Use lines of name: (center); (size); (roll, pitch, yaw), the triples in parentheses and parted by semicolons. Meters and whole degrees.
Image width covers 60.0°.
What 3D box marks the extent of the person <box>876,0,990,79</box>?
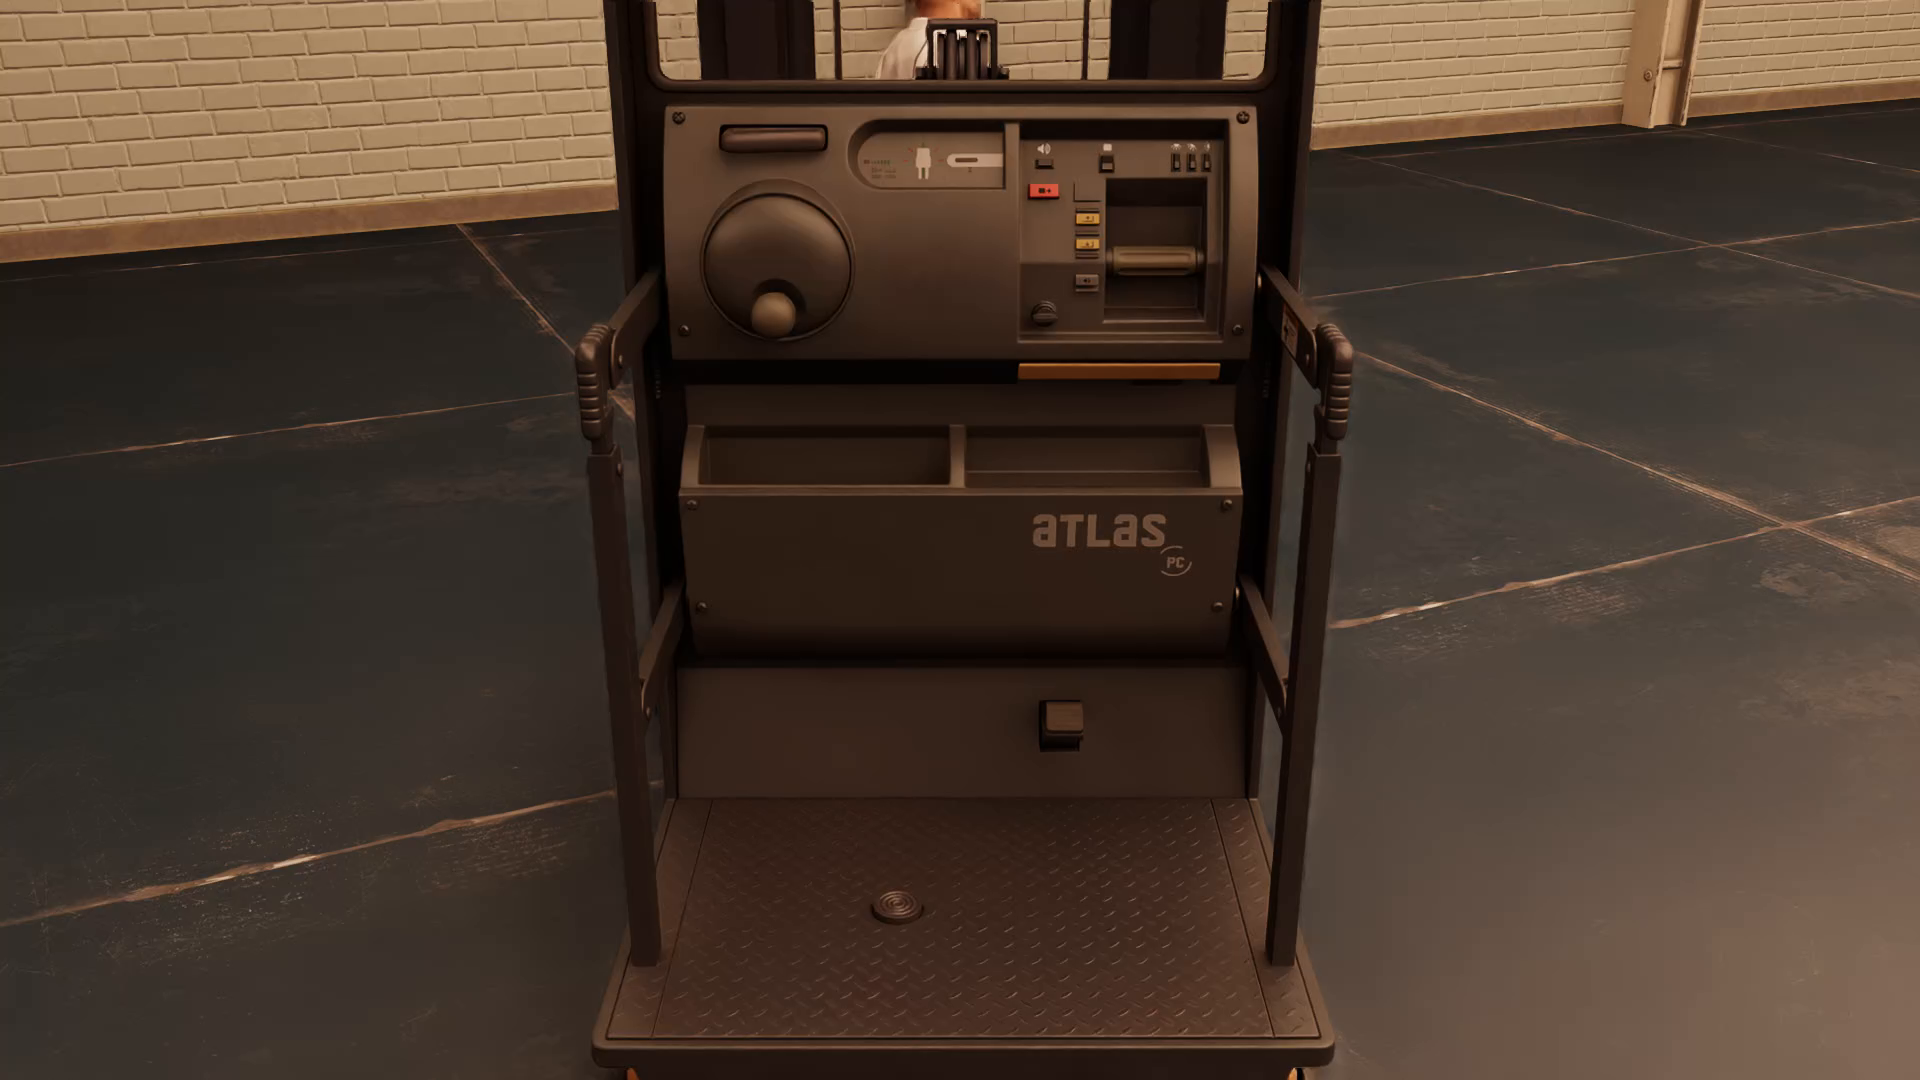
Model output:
person: (0.076, -0.840, 4.793); (0.561, 1.777, 0.656); (-10, 25, -23)

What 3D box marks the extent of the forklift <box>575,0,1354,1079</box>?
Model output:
forklift: (0.004, -0.472, 2.421); (1.130, 2.935, 3.031); (0, 23, 0)
